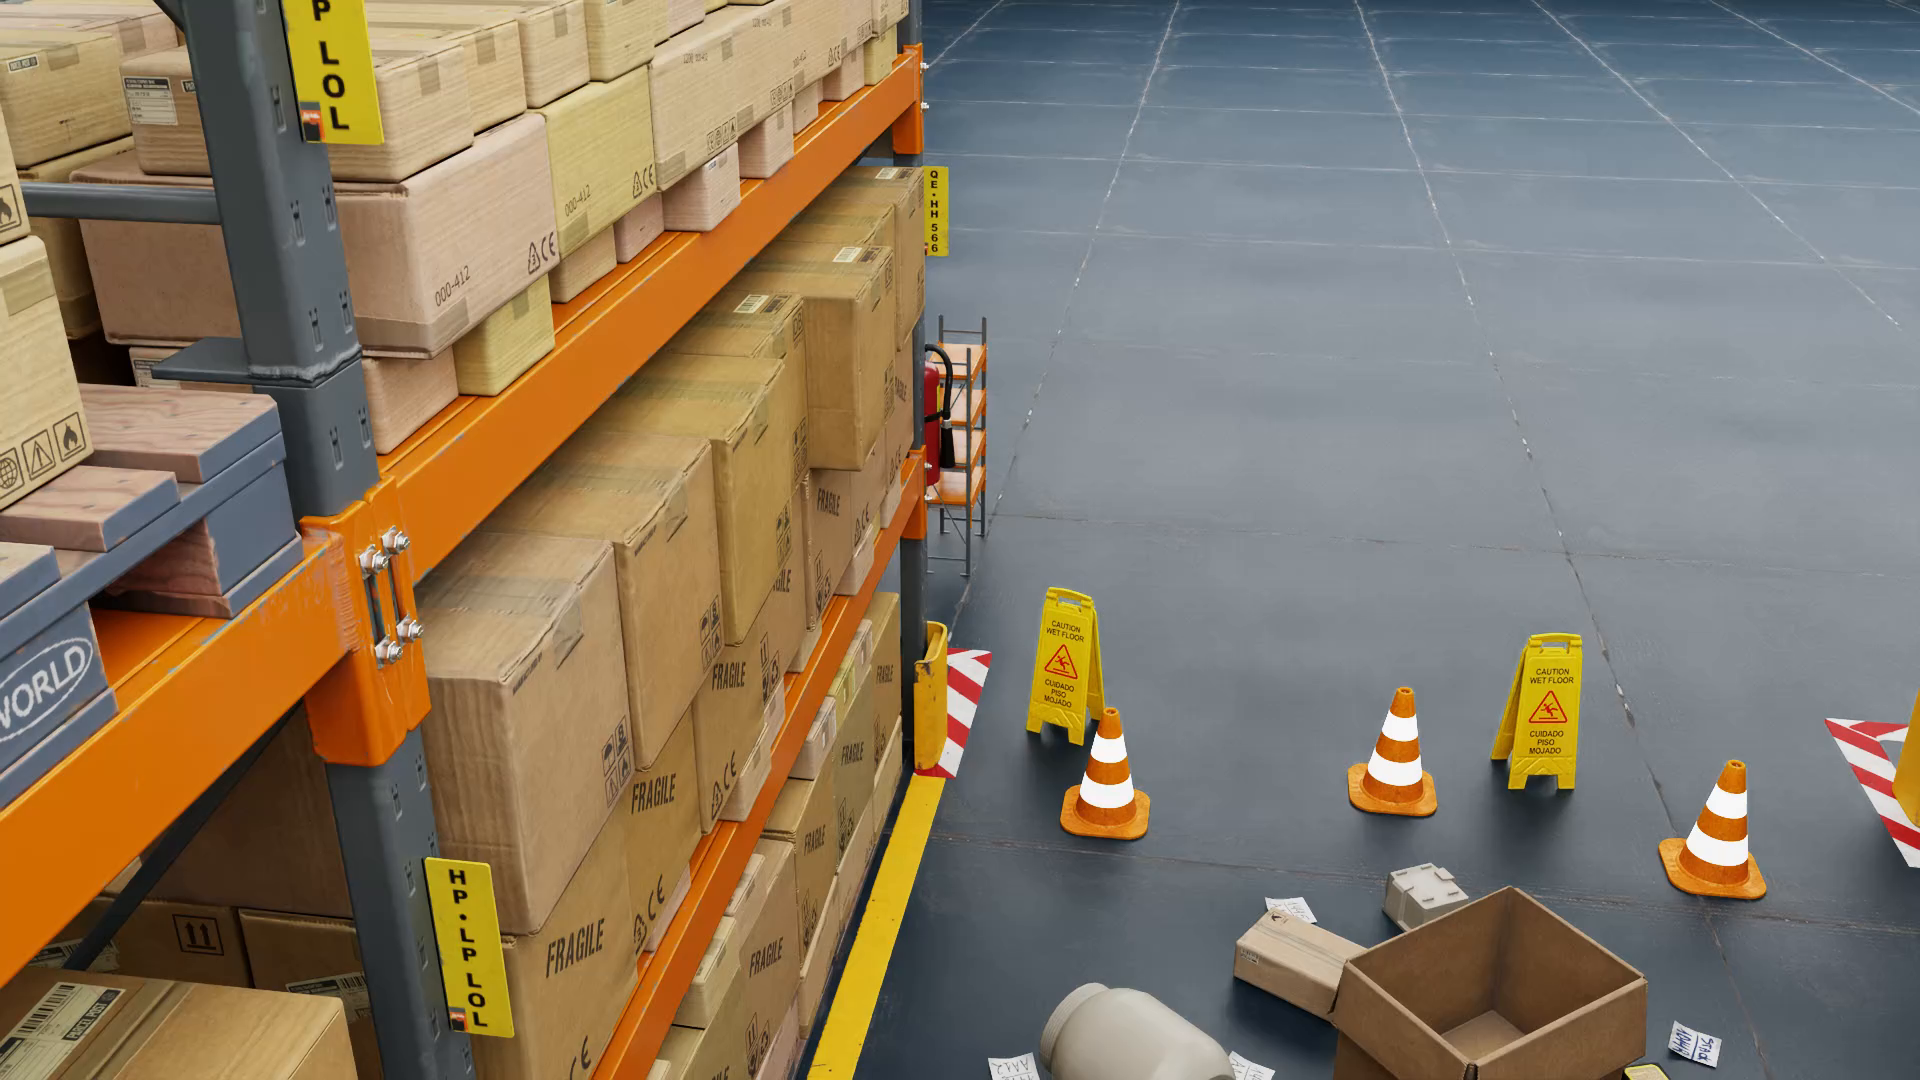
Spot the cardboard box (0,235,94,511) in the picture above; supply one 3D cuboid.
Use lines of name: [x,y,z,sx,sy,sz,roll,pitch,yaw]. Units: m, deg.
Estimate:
cardboard box: [-1.242,-0.118,1.607,0.500,0.250,0.500,4,25,7]

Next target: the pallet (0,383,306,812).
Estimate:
pallet: [-1.496,0.086,1.712,1.213,0.211,1.003,4,25,9]

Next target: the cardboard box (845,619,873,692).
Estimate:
cardboard box: [-0.503,0.368,5.523,0.380,0.149,0.250,5,26,10]

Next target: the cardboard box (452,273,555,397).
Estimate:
cardboard box: [-0.896,-0.355,2.729,0.380,0.149,0.250,4,25,9]

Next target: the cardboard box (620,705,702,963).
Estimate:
cardboard box: [-0.884,0.552,3.563,0.500,0.500,0.500,4,25,8]

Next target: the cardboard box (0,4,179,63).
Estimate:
cardboard box: [-1.486,-0.759,2.651,0.380,0.149,0.250,3,25,7]

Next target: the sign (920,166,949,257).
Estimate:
sign: [-3.740,-0.998,2.291,6.174,3.135,7.992,4,25,9]

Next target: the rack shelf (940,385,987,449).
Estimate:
rack shelf: [-0.027,-0.616,8.281,0.258,0.148,0.480,4,25,9]

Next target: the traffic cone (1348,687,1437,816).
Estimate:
traffic cone: [1.717,0.788,6.520,0.336,0.463,0.334,4,25,9]

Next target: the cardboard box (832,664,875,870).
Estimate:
cardboard box: [-0.592,0.723,5.532,0.500,0.500,0.500,5,26,10]

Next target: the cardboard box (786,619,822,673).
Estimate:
cardboard box: [-0.626,0.260,4.952,0.380,0.149,0.250,4,25,8]

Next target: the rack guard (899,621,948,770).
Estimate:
rack guard: [-0.648,0.599,6.880,1.175,0.500,0.348,4,25,9]

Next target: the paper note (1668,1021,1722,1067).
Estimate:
paper note: [2.340,1.602,5.293,0.144,0.017,0.142,13,28,26]

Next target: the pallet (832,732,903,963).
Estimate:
pallet: [-0.816,1.067,6.220,1.003,0.211,1.213,4,25,9]

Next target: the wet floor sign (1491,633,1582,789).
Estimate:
wet floor sign: [2.315,0.653,6.594,0.267,0.644,0.232,0,25,-1]

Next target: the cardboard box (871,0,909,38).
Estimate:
cardboard box: [-0.454,-1.757,5.254,0.500,0.250,0.500,4,25,8]

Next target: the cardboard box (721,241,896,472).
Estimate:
cardboard box: [-0.576,-0.537,4.711,0.700,0.500,0.500,4,25,8]

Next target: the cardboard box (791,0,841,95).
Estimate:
cardboard box: [-0.617,-1.330,4.340,0.500,0.250,0.500,5,25,10]

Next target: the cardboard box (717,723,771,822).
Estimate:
cardboard box: [-0.703,0.578,4.273,0.380,0.149,0.250,4,25,9]

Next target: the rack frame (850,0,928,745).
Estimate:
rack frame: [-0.636,-0.565,6.418,1.000,3.000,0.127,4,25,9]

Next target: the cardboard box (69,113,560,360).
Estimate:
cardboard box: [-0.948,-0.482,2.529,0.500,0.250,0.500,3,25,7]

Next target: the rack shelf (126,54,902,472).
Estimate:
rack shelf: [-0.963,-0.849,4.106,0.919,0.124,3.809,4,25,9]

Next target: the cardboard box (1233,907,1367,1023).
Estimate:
cardboard box: [1.143,1.414,5.553,0.380,0.149,0.250,19,31,35]

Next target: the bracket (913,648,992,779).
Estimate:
bracket: [-0.604,0.689,7.278,1.378,0.001,1.079,4,25,9]

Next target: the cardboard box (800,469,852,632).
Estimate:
cardboard box: [-0.624,-0.080,4.915,0.500,0.500,0.500,4,25,8]

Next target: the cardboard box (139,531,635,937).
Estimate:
cardboard box: [-1.004,0.307,2.909,0.700,0.500,0.500,4,25,8]

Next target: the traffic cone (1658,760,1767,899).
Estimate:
traffic cone: [2.776,1.009,6.049,0.336,0.463,0.334,4,25,9]

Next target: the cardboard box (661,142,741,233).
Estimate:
cardboard box: [-0.699,-0.783,3.642,0.380,0.149,0.250,4,25,7]

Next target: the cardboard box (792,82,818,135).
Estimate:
cardboard box: [-0.605,-1.217,4.569,0.380,0.149,0.250,4,25,8]

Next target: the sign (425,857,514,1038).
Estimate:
sign: [-0.741,0.621,2.519,0.100,0.325,0.005,4,25,9]

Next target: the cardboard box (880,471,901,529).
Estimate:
cardboard box: [-0.418,-0.166,5.863,0.380,0.149,0.250,4,25,8]

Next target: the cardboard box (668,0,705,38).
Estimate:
cardboard box: [-0.757,-1.155,3.497,0.380,0.149,0.250,4,25,8]

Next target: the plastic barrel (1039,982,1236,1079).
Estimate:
plastic barrel: [0.520,1.571,4.894,0.421,0.421,0.512,-20,32,-36]

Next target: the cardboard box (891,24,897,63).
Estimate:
cardboard box: [-0.418,-1.641,5.475,0.380,0.149,0.250,4,25,9]

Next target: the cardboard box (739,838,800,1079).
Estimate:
cardboard box: [-0.765,1.154,4.609,0.500,0.500,0.500,5,26,11]

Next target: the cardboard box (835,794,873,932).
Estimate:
cardboard box: [-0.595,1.063,5.688,0.500,0.250,0.500,4,25,9]

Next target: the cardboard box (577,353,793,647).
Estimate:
cardboard box: [-0.790,-0.114,3.806,0.700,0.500,0.500,3,25,7]

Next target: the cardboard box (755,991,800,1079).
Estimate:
cardboard box: [-0.767,1.489,4.778,0.500,0.250,0.500,4,25,8]

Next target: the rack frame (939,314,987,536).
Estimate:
rack frame: [0.013,-0.576,8.566,0.240,1.200,0.015,4,25,9]

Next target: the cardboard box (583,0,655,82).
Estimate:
cardboard box: [-0.781,-0.935,3.027,0.380,0.149,0.250,4,25,8]

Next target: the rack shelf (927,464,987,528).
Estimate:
rack shelf: [-0.027,-0.233,8.460,0.258,0.148,0.480,4,25,9]

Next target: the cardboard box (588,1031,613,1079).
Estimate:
cardboard box: [-0.932,1.003,3.364,0.380,0.149,0.250,5,26,10]

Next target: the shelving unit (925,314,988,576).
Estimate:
shelving unit: [-0.027,-0.474,8.348,0.258,1.200,0.503,4,25,9]

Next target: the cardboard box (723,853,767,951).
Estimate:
cardboard box: [-0.724,0.926,4.332,0.380,0.149,0.250,5,26,12]

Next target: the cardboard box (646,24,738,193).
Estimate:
cardboard box: [-0.778,-0.907,3.437,0.500,0.250,0.500,4,25,9]

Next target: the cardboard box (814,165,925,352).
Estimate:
cardboard box: [-0.504,-0.969,5.633,0.700,0.500,0.500,3,25,7]
